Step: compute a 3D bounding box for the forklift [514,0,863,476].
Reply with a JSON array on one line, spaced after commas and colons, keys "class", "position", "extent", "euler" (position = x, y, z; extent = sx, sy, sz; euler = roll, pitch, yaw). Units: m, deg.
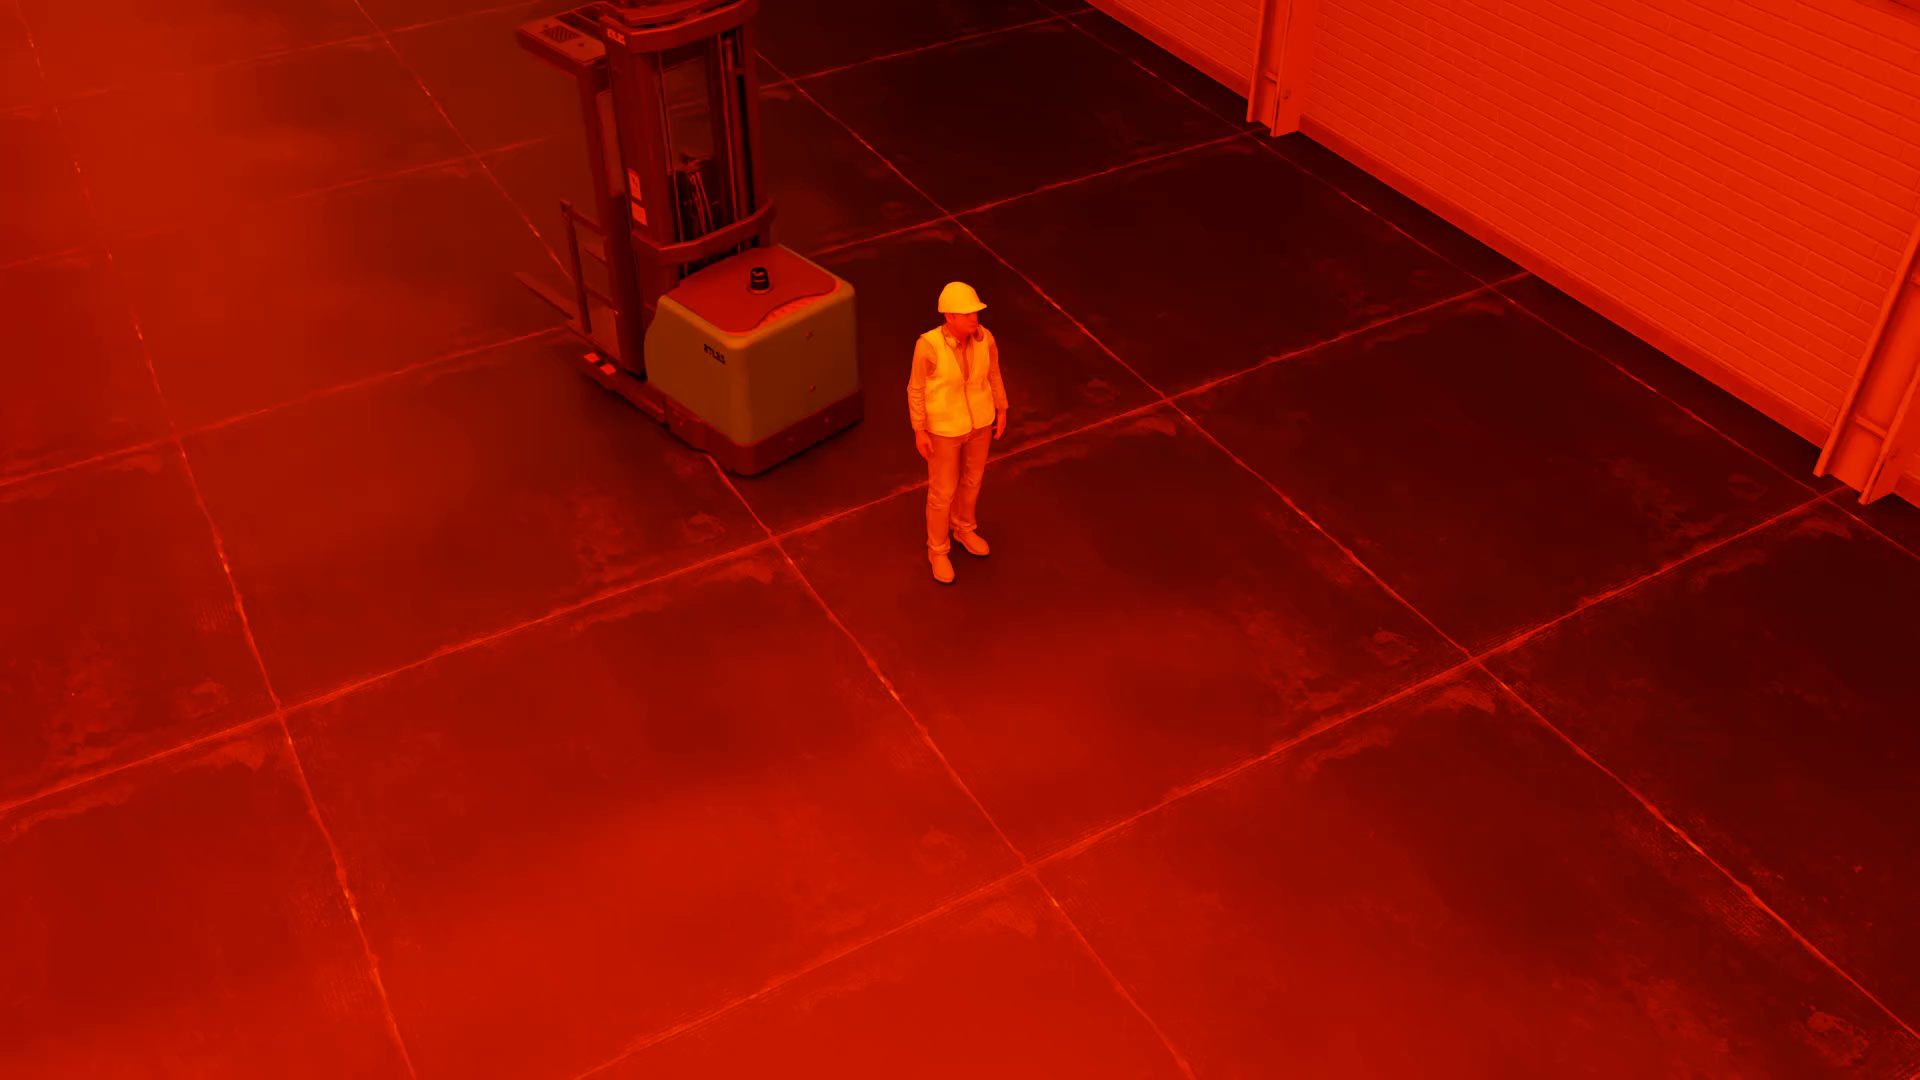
[{"class": "forklift", "position": [-2.036, -2.389, 10.916], "extent": [1.130, 2.935, 3.031], "euler": [-31, 49, -32]}]

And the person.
[{"class": "person", "position": [0.025, -0.651, 9.716], "extent": [0.634, 1.775, 0.566], "euler": [-20, 44, -23]}]
